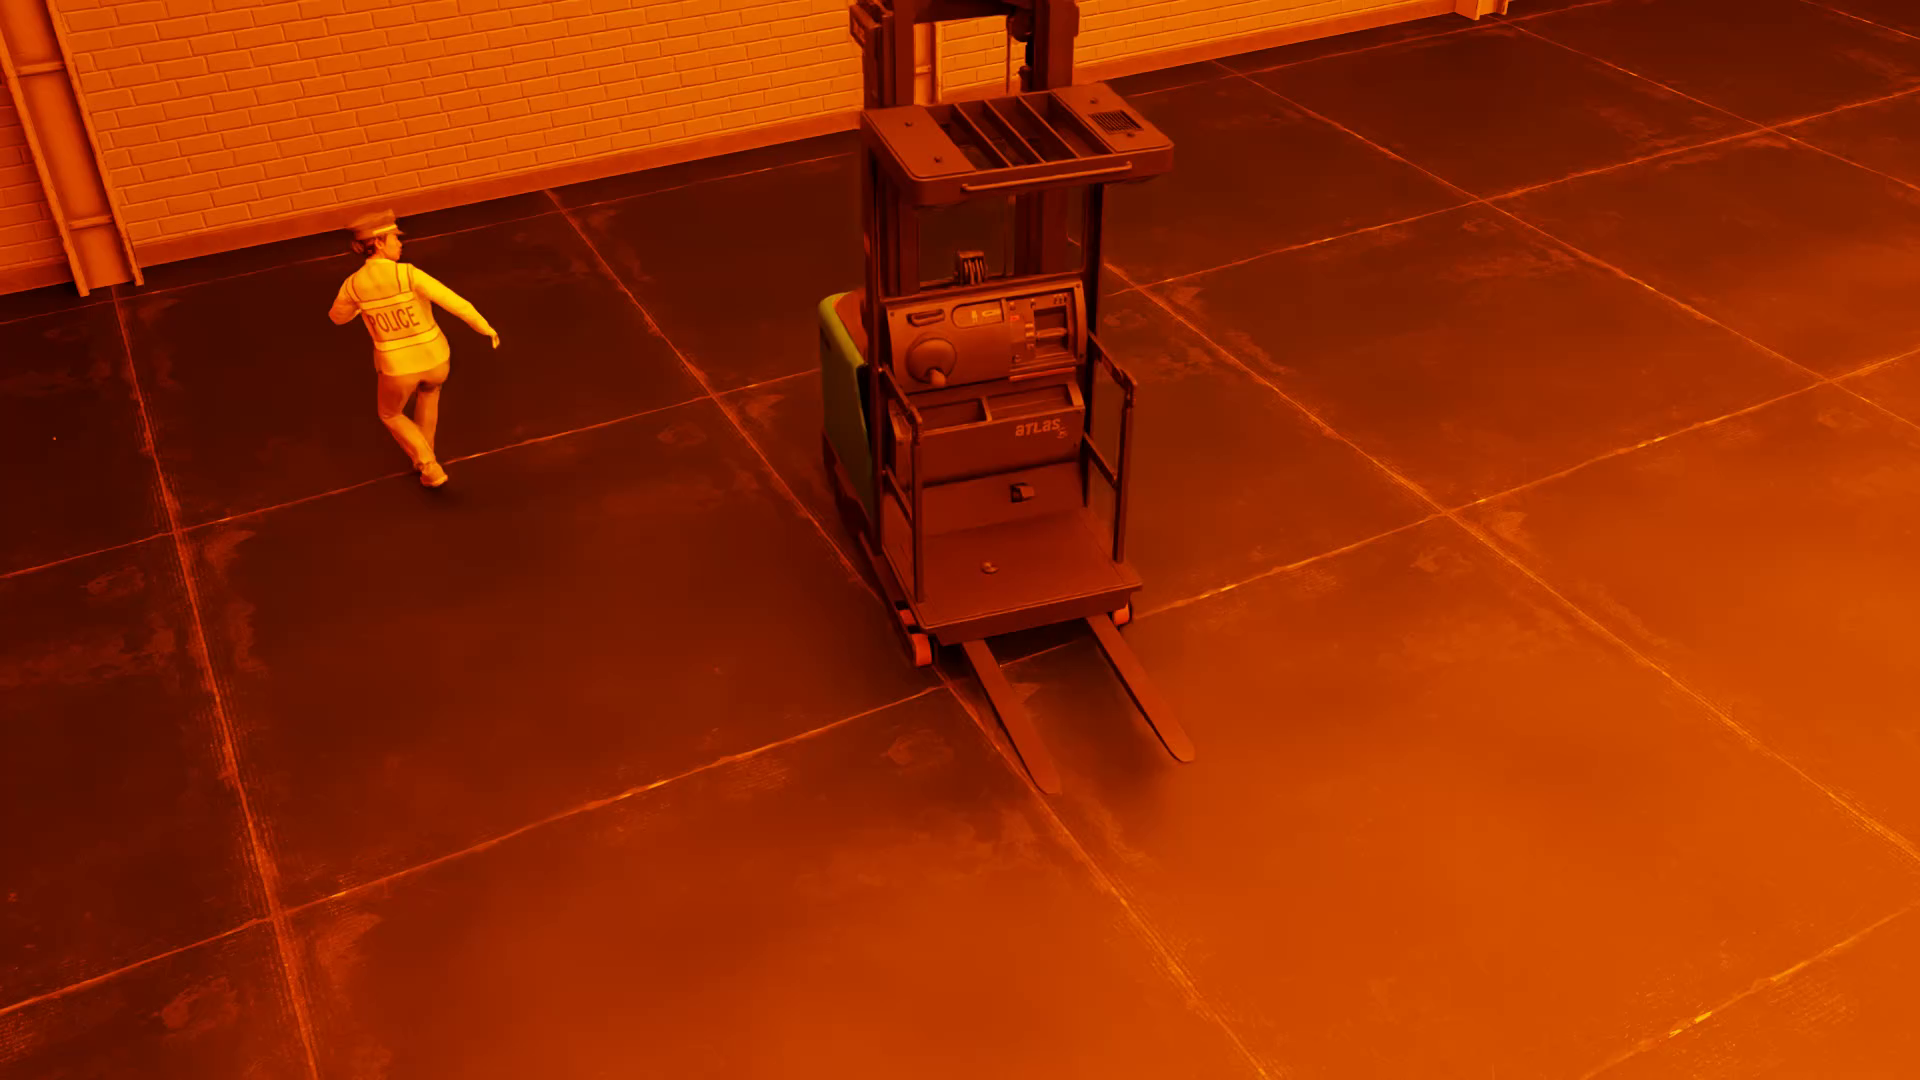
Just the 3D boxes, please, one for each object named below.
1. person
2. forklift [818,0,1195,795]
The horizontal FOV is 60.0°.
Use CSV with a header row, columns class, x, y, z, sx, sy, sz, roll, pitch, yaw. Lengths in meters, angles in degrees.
class,x,y,z,sx,sy,sz,roll,pitch,yaw
person,-2.859,-1.028,8.784,0.814,1.552,0.797,-12,37,-16
forklift,0.196,-0.863,7.344,1.130,2.935,3.031,-11,37,-15
